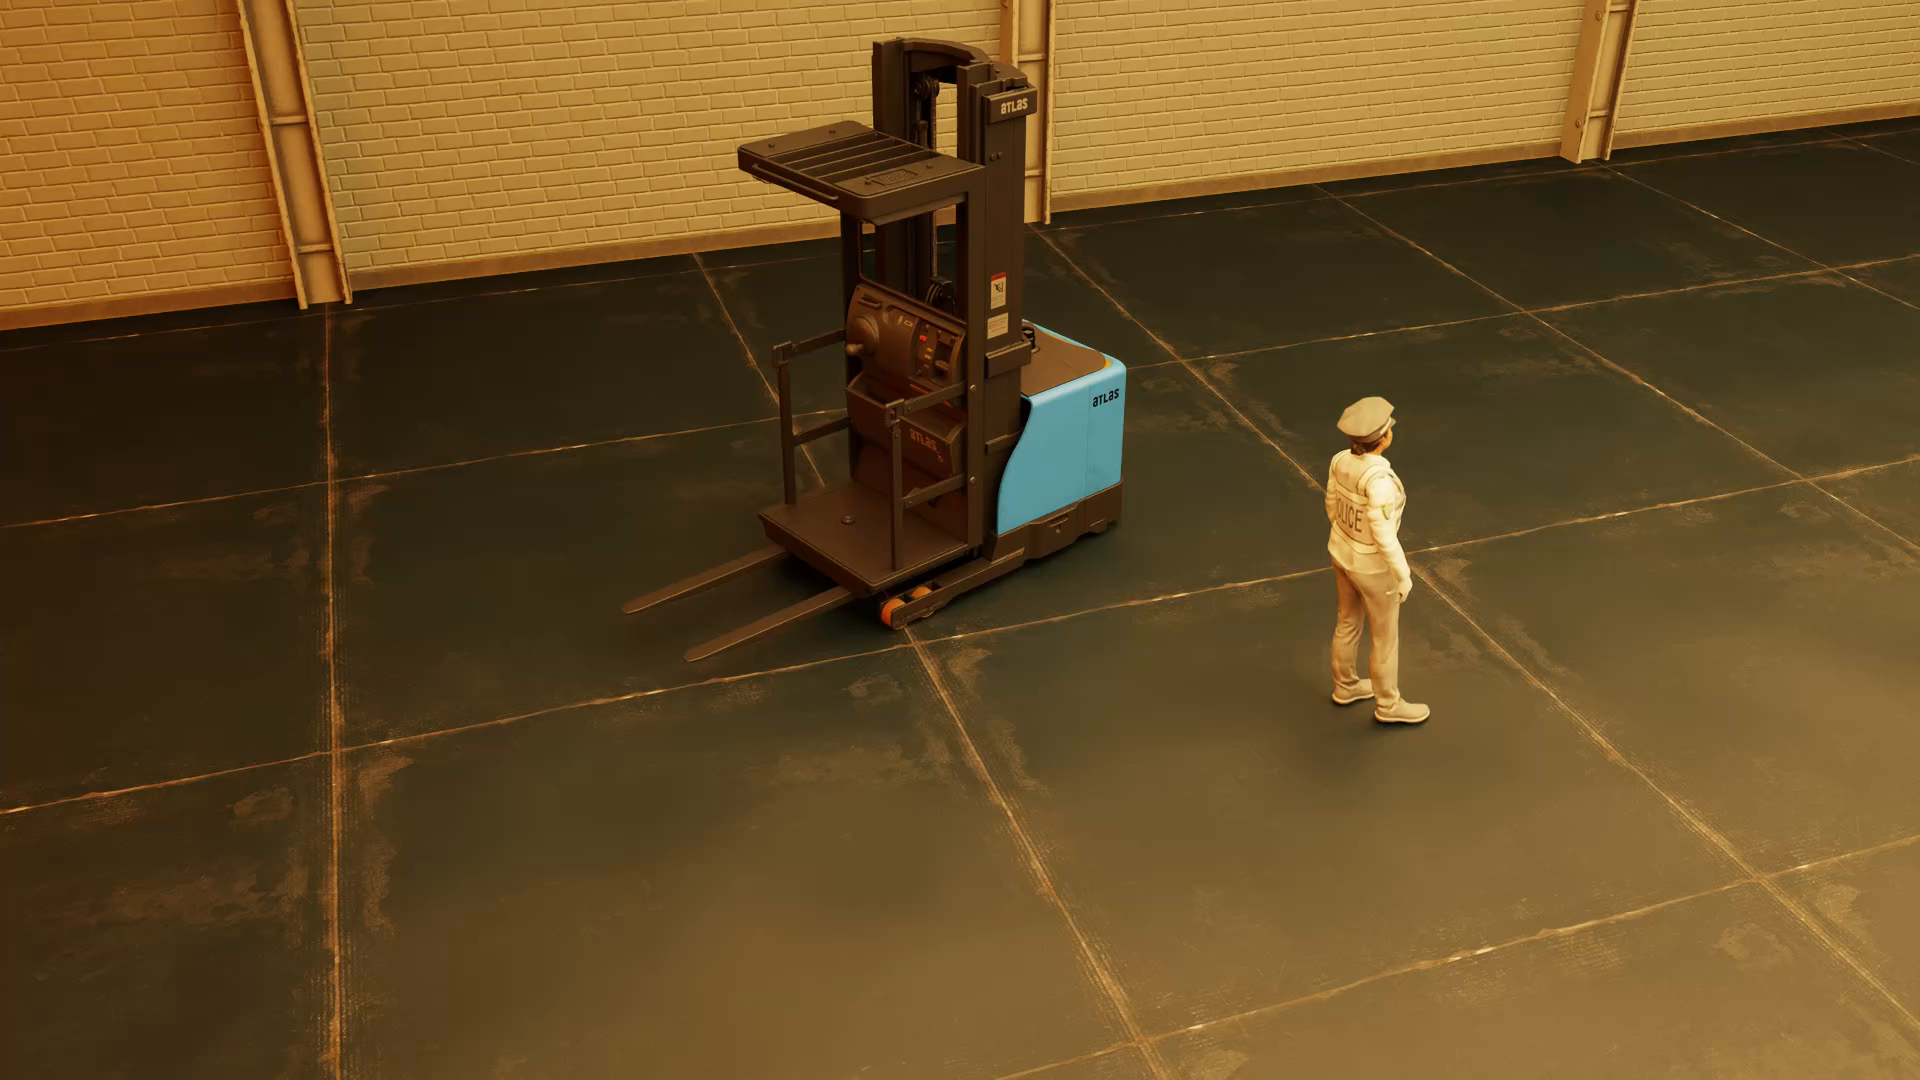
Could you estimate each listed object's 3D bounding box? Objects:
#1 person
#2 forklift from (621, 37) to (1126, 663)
[{"bbox_3d":[2.049,0.087,8.161,0.531,1.694,0.588,-11,32,-18],"label":"person"},{"bbox_3d":[-0.461,-1.072,8.951,3.031,2.935,1.130,-23,37,-34],"label":"forklift"}]
